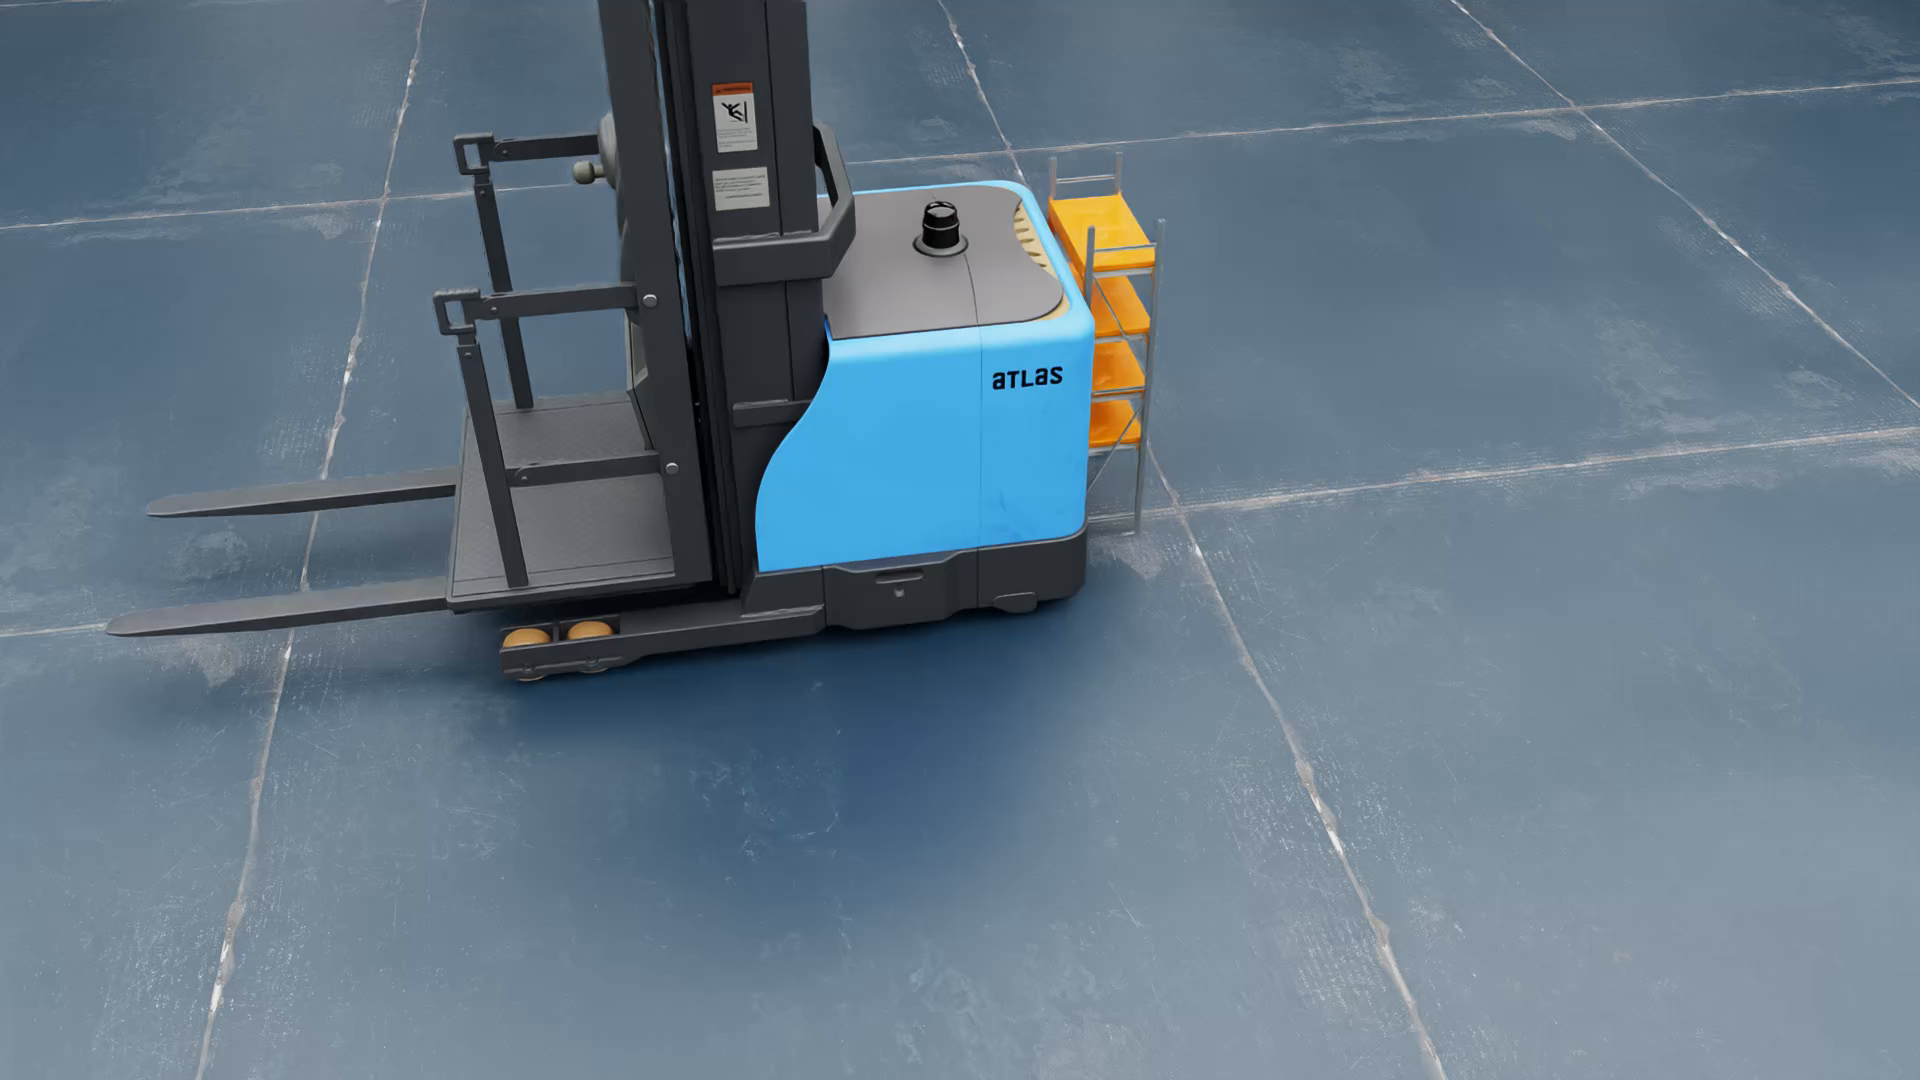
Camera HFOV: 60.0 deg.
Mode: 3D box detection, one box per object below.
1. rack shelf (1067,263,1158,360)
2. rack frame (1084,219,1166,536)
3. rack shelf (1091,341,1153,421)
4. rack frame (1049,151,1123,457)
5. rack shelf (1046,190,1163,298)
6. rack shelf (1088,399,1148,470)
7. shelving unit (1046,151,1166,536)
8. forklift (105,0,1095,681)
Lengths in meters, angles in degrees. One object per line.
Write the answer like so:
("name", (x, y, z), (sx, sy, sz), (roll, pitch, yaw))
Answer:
("rack shelf", (0.457, -0.753, 5.486), (0.258, 0.148, 0.480), (-7, 38, -9))
("rack frame", (0.504, -0.482, 5.393), (0.240, 1.200, 0.015), (-7, 38, -9))
("rack shelf", (0.457, -0.576, 5.623), (0.258, 0.148, 0.480), (-7, 38, -9))
("rack frame", (0.411, -0.776, 5.771), (0.240, 1.200, 0.015), (-7, 38, -9))
("rack shelf", (0.457, -0.940, 5.341), (0.258, 0.148, 0.480), (-7, 38, -9))
("rack shelf", (0.457, -0.419, 5.745), (0.258, 0.148, 0.480), (-7, 38, -9))
("shelving unit", (0.457, -0.629, 5.582), (0.258, 1.200, 0.503), (-7, 38, -9))
("forklift", (-1.156, -1.070, 4.738), (3.031, 2.935, 1.130), (-6, 38, -8))
